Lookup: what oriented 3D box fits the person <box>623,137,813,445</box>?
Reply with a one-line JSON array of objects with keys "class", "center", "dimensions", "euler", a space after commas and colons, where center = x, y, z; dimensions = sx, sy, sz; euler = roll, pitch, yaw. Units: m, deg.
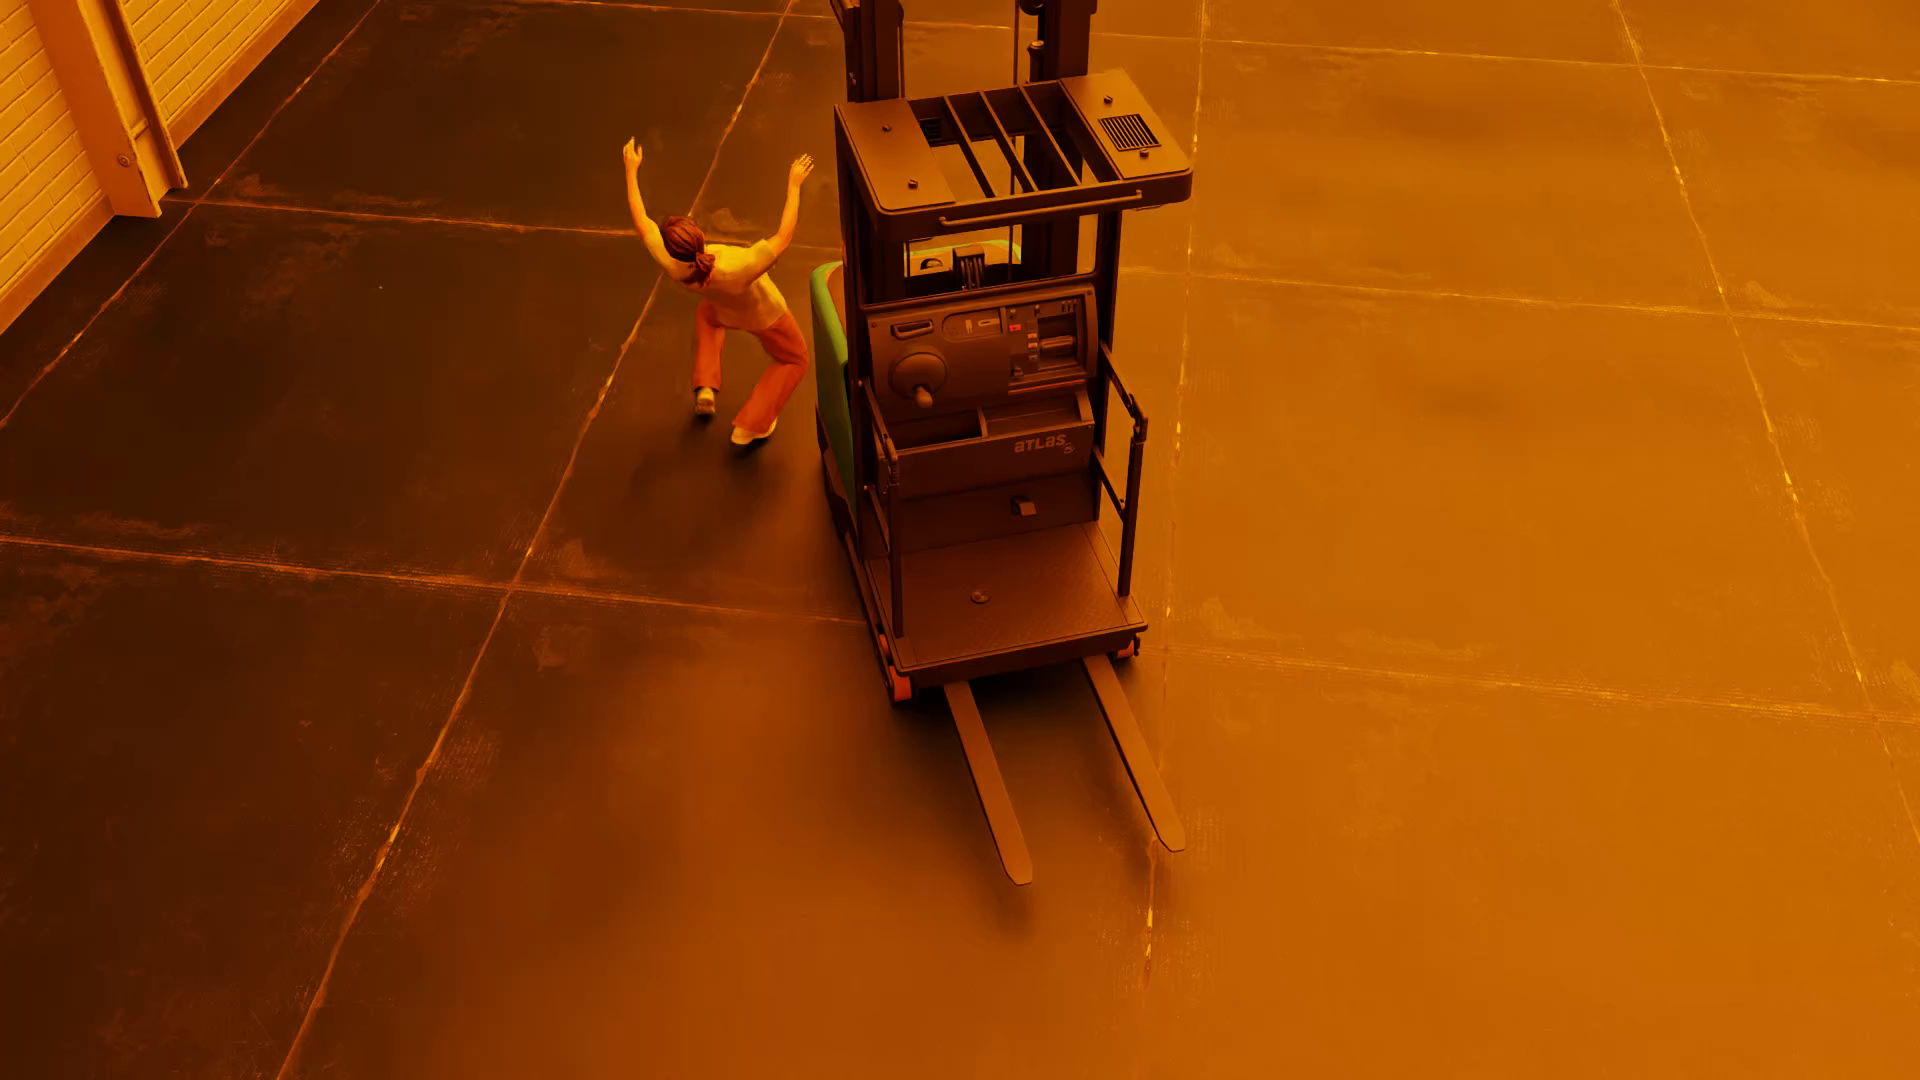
[{"class": "person", "center": [-1.163, -1.145, 8.006], "dimensions": [0.862, 1.533, 0.725], "euler": [15, 45, 16]}]

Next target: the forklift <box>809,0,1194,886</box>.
[{"class": "forklift", "center": [0.153, -0.681, 6.465], "dimensions": [1.130, 2.935, 3.031], "euler": [-10, 44, -11]}]
